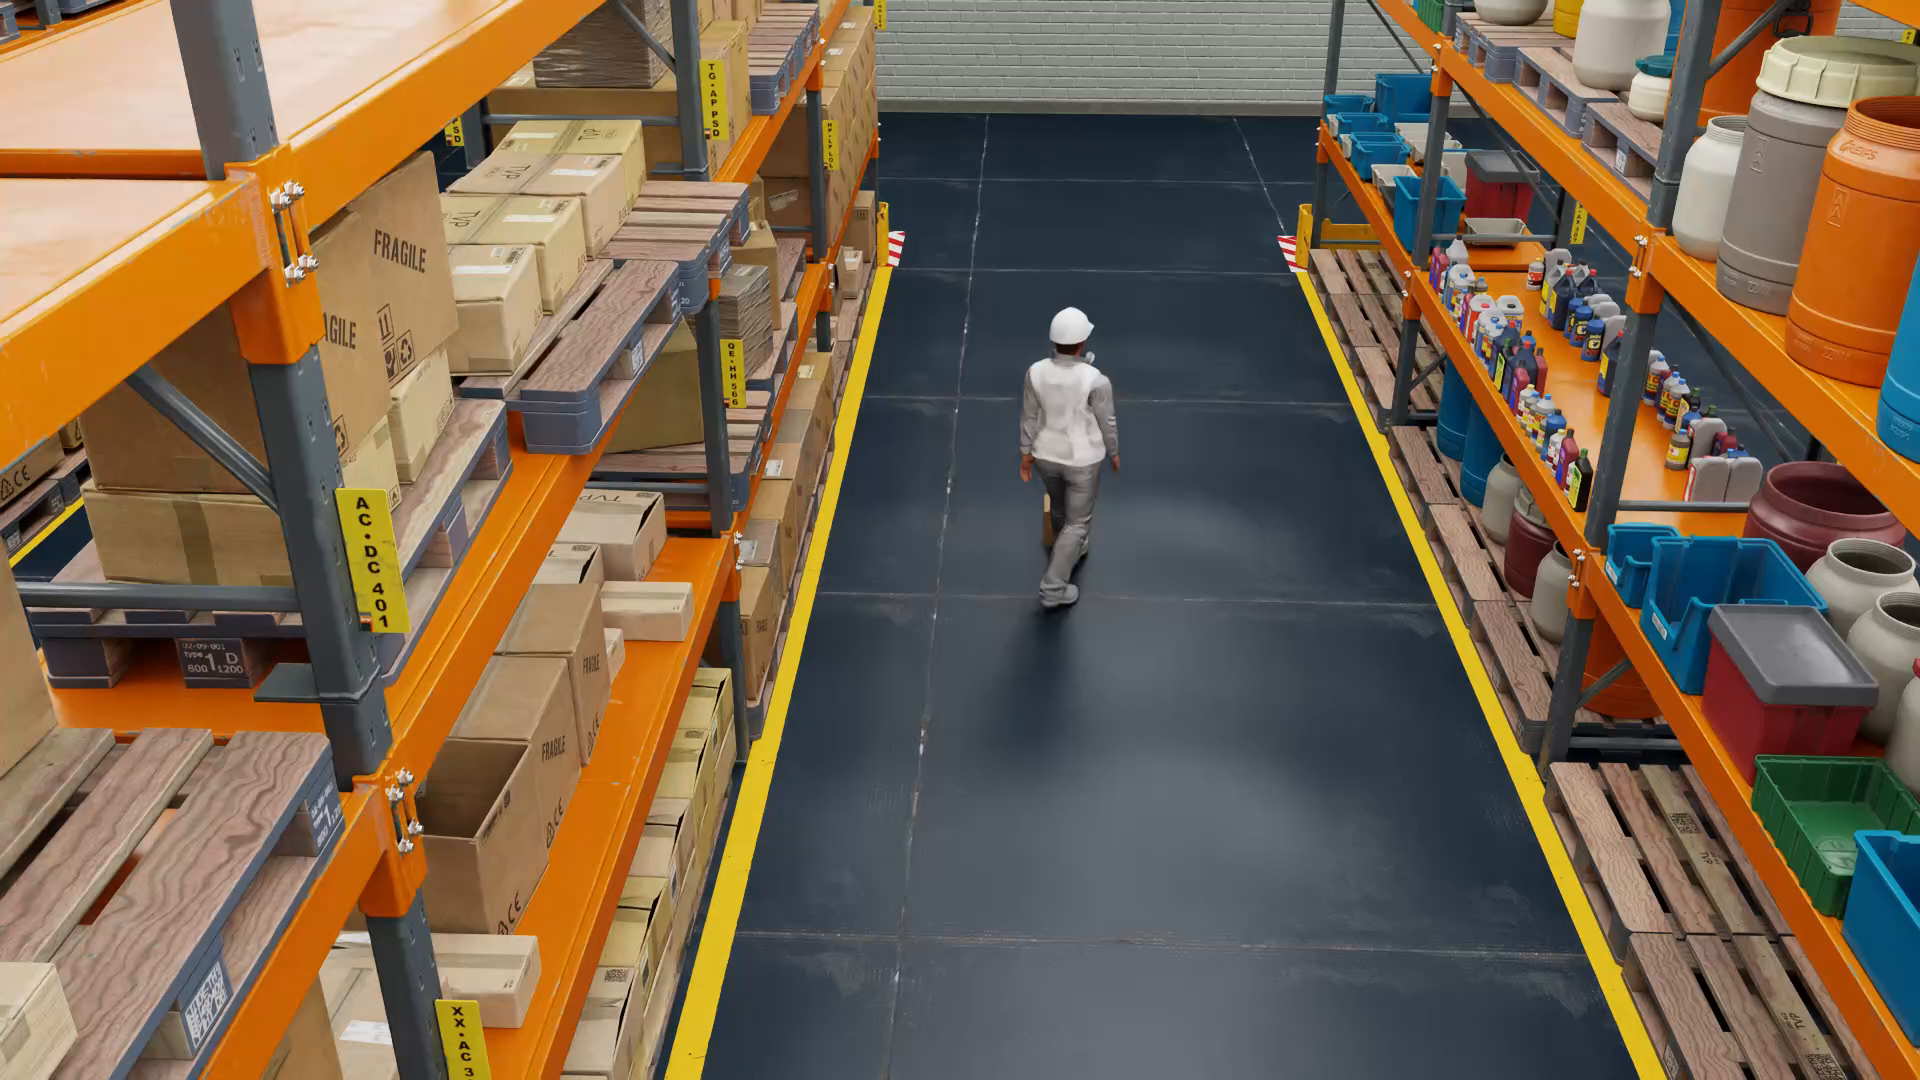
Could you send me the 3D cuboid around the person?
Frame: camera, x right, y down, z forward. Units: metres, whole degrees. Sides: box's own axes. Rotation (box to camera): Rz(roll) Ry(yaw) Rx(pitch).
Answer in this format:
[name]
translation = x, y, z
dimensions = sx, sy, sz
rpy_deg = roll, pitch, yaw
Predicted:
[person]
translation = 0.660, -0.523, 9.584
dimensions = 0.547, 1.741, 0.884
rpy_deg = 15, 31, 26
